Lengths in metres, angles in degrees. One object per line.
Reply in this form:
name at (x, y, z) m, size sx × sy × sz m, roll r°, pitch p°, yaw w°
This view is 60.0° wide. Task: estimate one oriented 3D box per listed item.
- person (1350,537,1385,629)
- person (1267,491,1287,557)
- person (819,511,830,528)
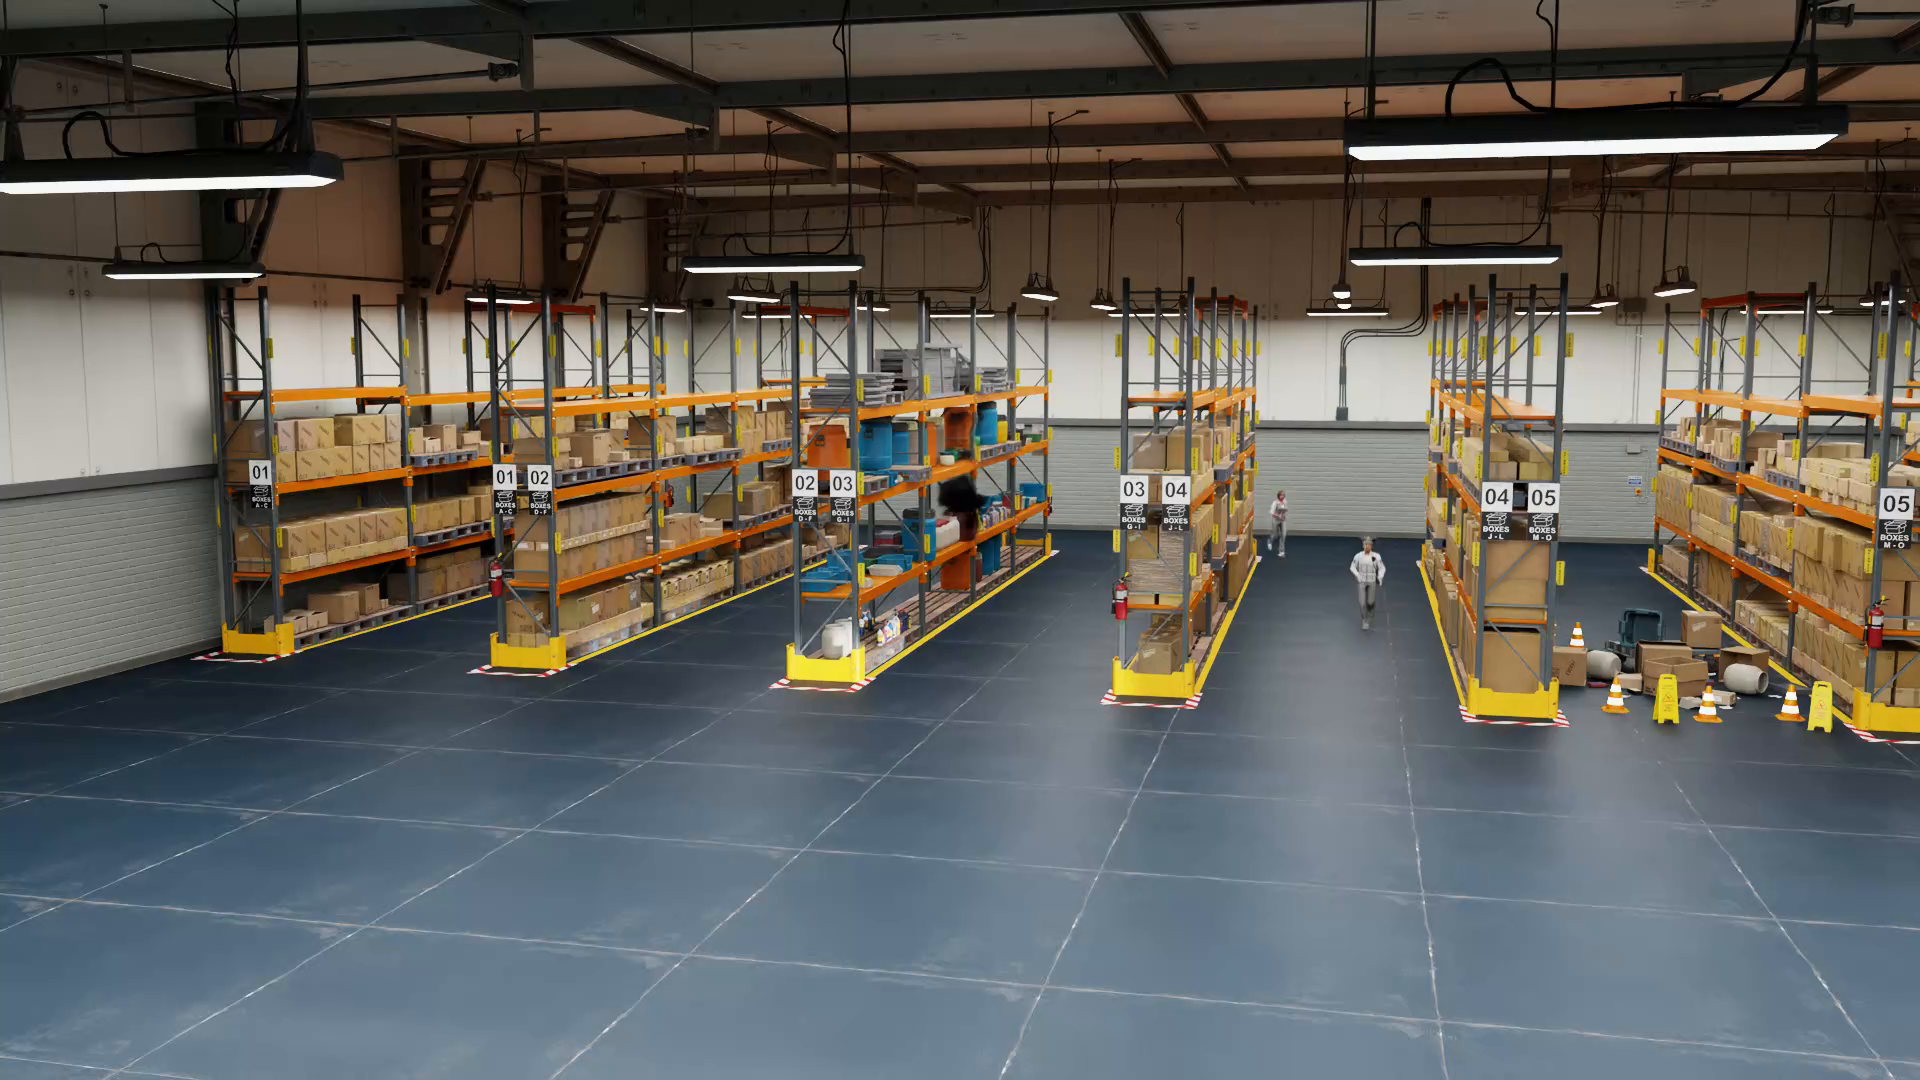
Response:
person at (7.327, 0.759, 29.925) m, size 0.616 × 1.659 × 0.547 m, roll 2°, pitch 7°, yaw 16°
person at (7.725, -0.407, 40.407) m, size 0.515 × 1.614 × 0.834 m, roll -2°, pitch 7°, yaw -17°
person at (-3.328, -0.802, 42.980) m, size 0.912 × 1.776 × 0.670 m, roll 3°, pitch 7°, yaw 21°
